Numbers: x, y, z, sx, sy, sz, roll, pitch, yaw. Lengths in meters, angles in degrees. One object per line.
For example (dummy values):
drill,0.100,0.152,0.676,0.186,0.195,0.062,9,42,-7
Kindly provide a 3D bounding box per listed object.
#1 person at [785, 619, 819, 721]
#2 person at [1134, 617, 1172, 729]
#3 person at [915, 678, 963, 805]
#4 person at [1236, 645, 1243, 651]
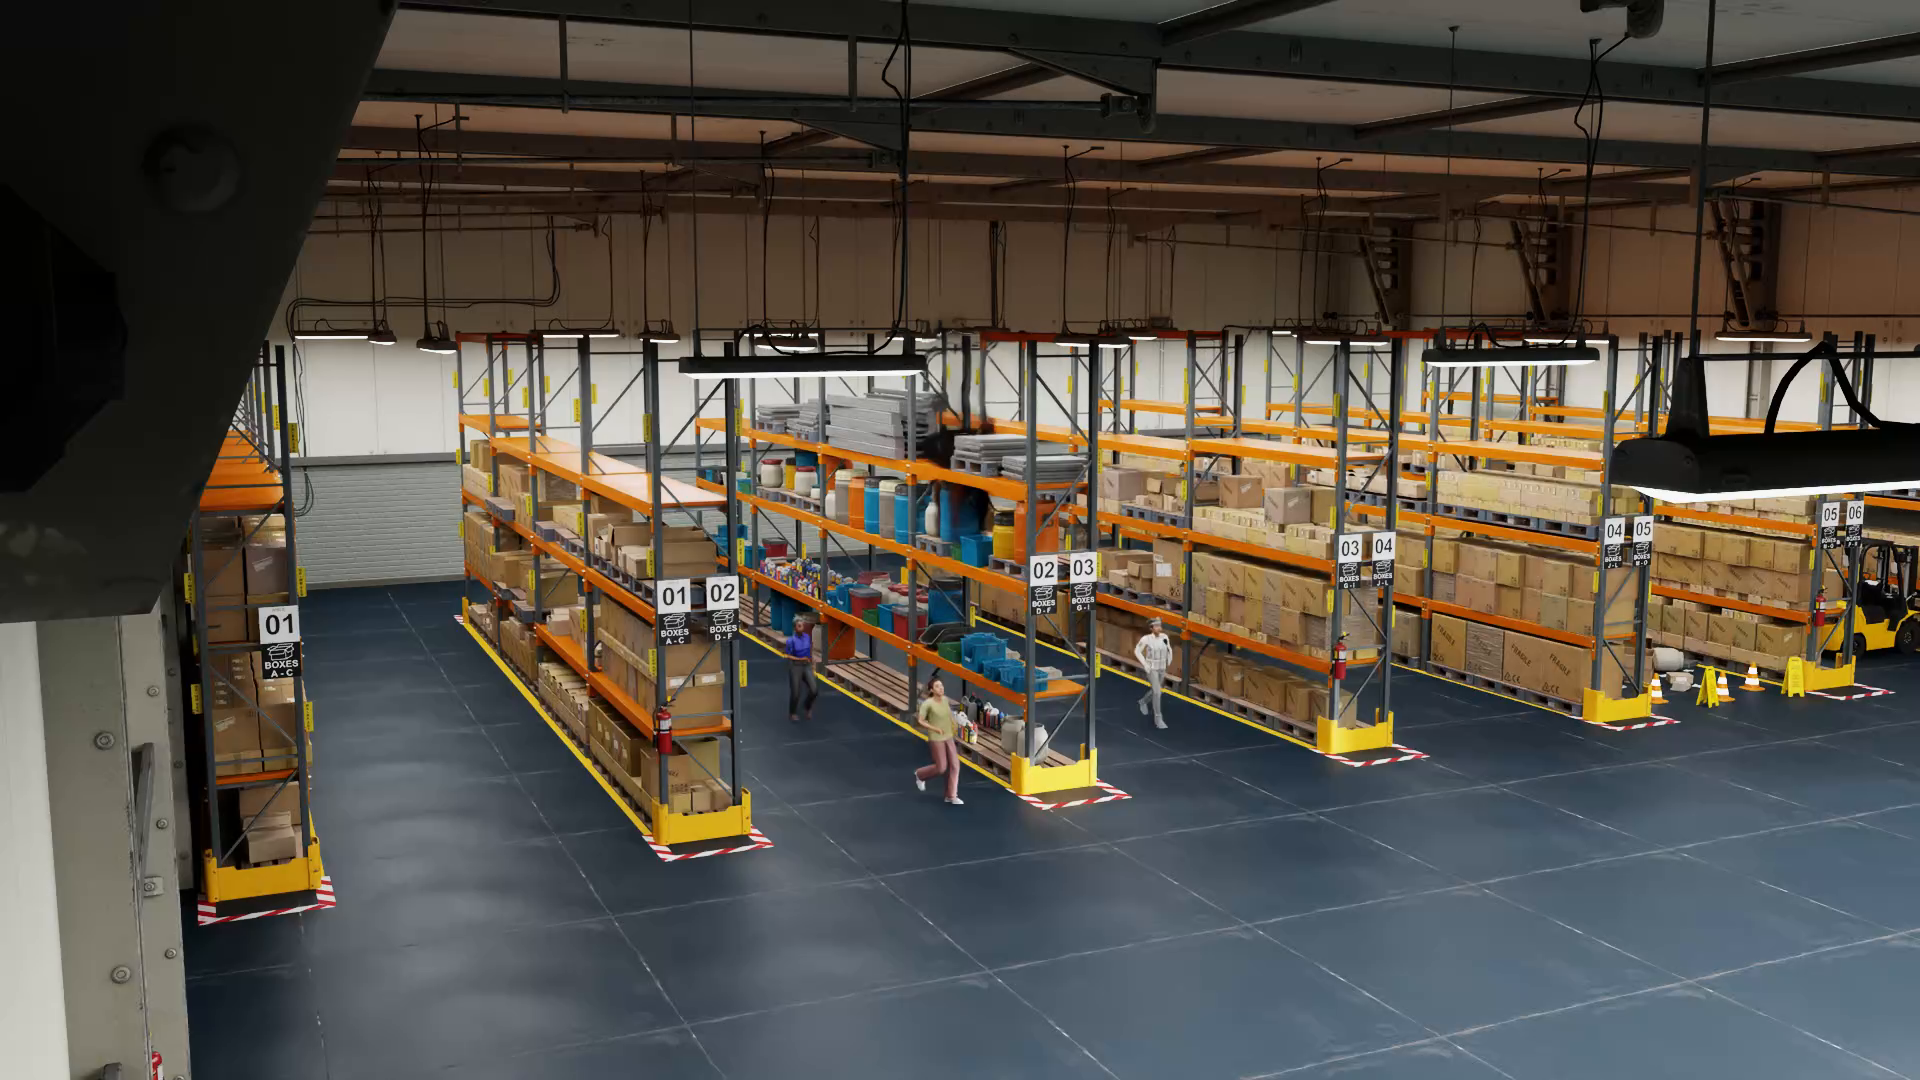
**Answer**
person,-2.443,2.037,25.865,0.569,1.627,0.655,-5,9,-32
person,3.019,2.011,25.802,0.608,1.705,0.812,-4,9,-26
person,-0.220,2.614,21.766,0.597,1.609,0.800,-6,10,-39
person,5.197,1.164,31.758,0.686,1.773,0.886,-3,8,-24
